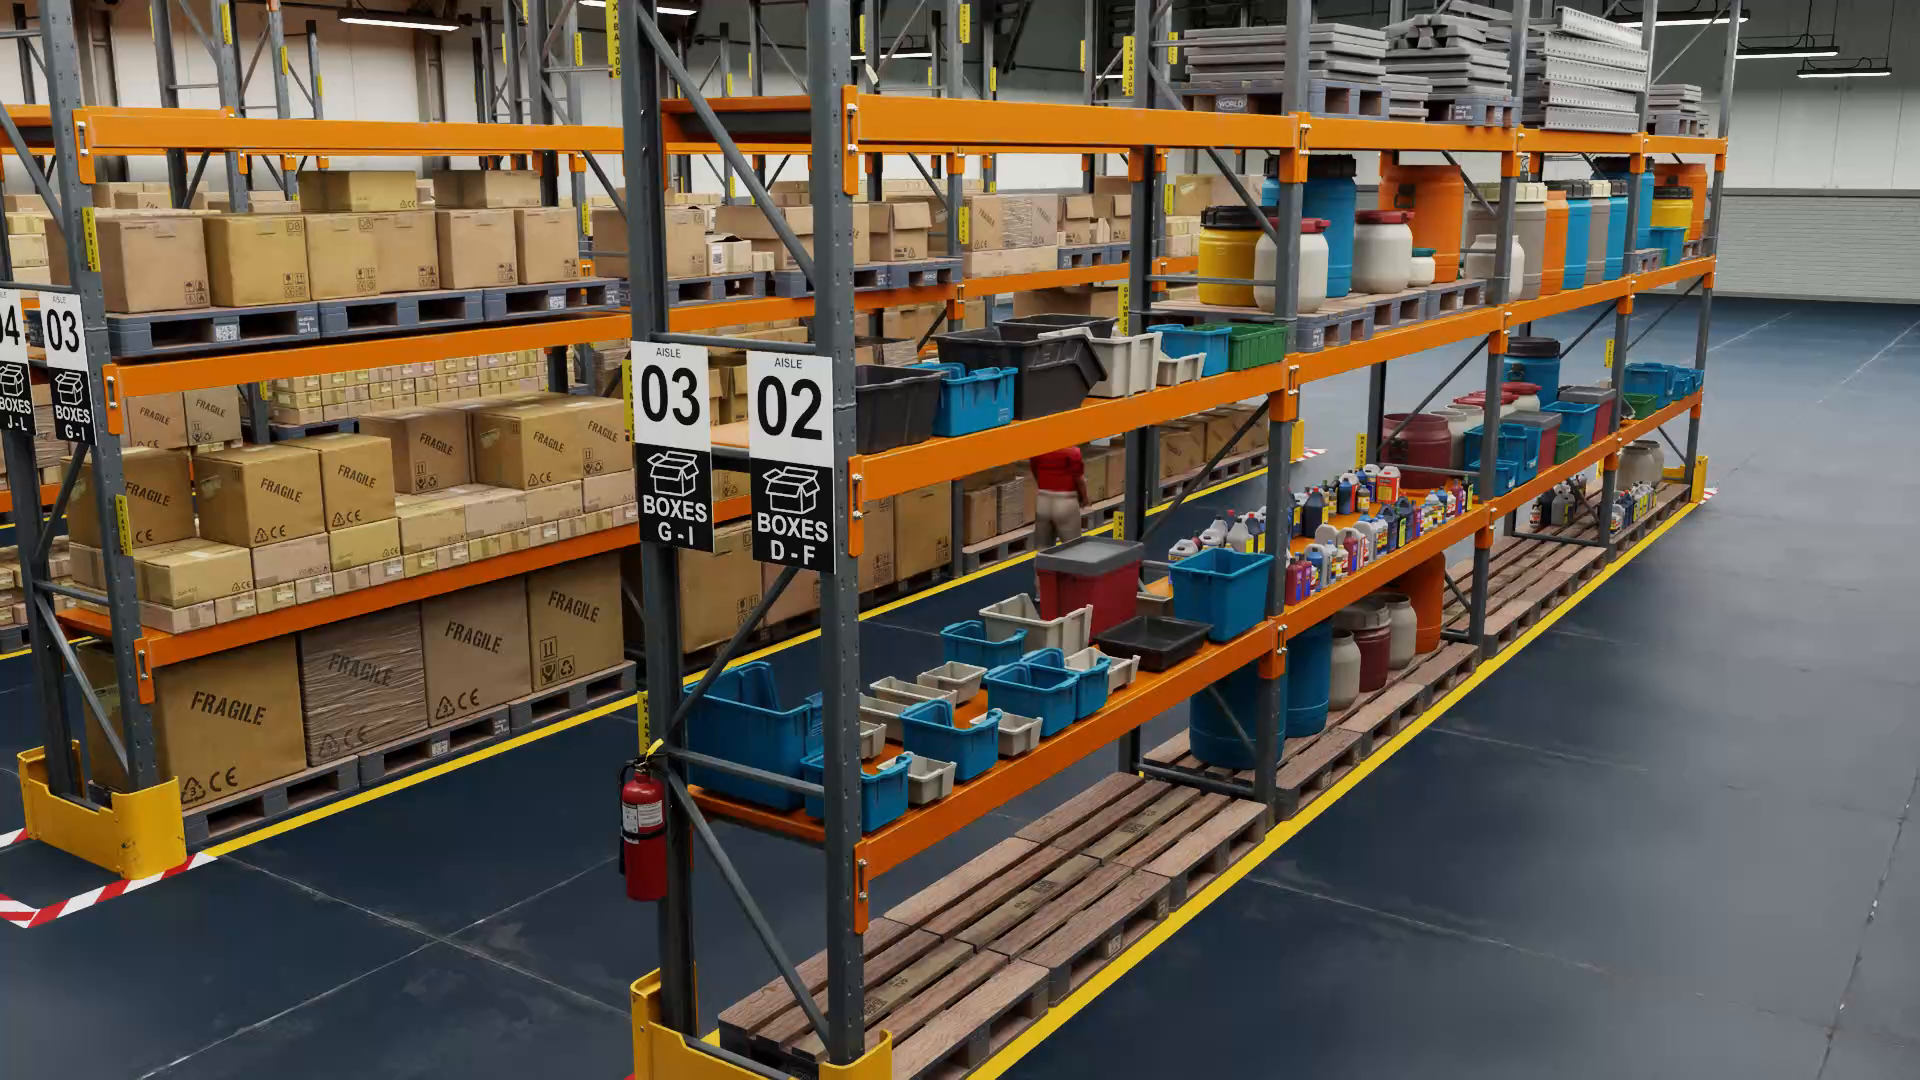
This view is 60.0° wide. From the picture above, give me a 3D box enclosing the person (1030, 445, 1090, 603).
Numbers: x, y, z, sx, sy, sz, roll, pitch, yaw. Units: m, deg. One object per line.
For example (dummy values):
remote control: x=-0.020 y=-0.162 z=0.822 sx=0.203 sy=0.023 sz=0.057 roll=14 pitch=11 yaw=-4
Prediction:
person: x=0.903 y=-0.297 z=14.805 sx=0.521 sy=1.729 sz=0.517 roll=8 pitch=15 yaw=33
